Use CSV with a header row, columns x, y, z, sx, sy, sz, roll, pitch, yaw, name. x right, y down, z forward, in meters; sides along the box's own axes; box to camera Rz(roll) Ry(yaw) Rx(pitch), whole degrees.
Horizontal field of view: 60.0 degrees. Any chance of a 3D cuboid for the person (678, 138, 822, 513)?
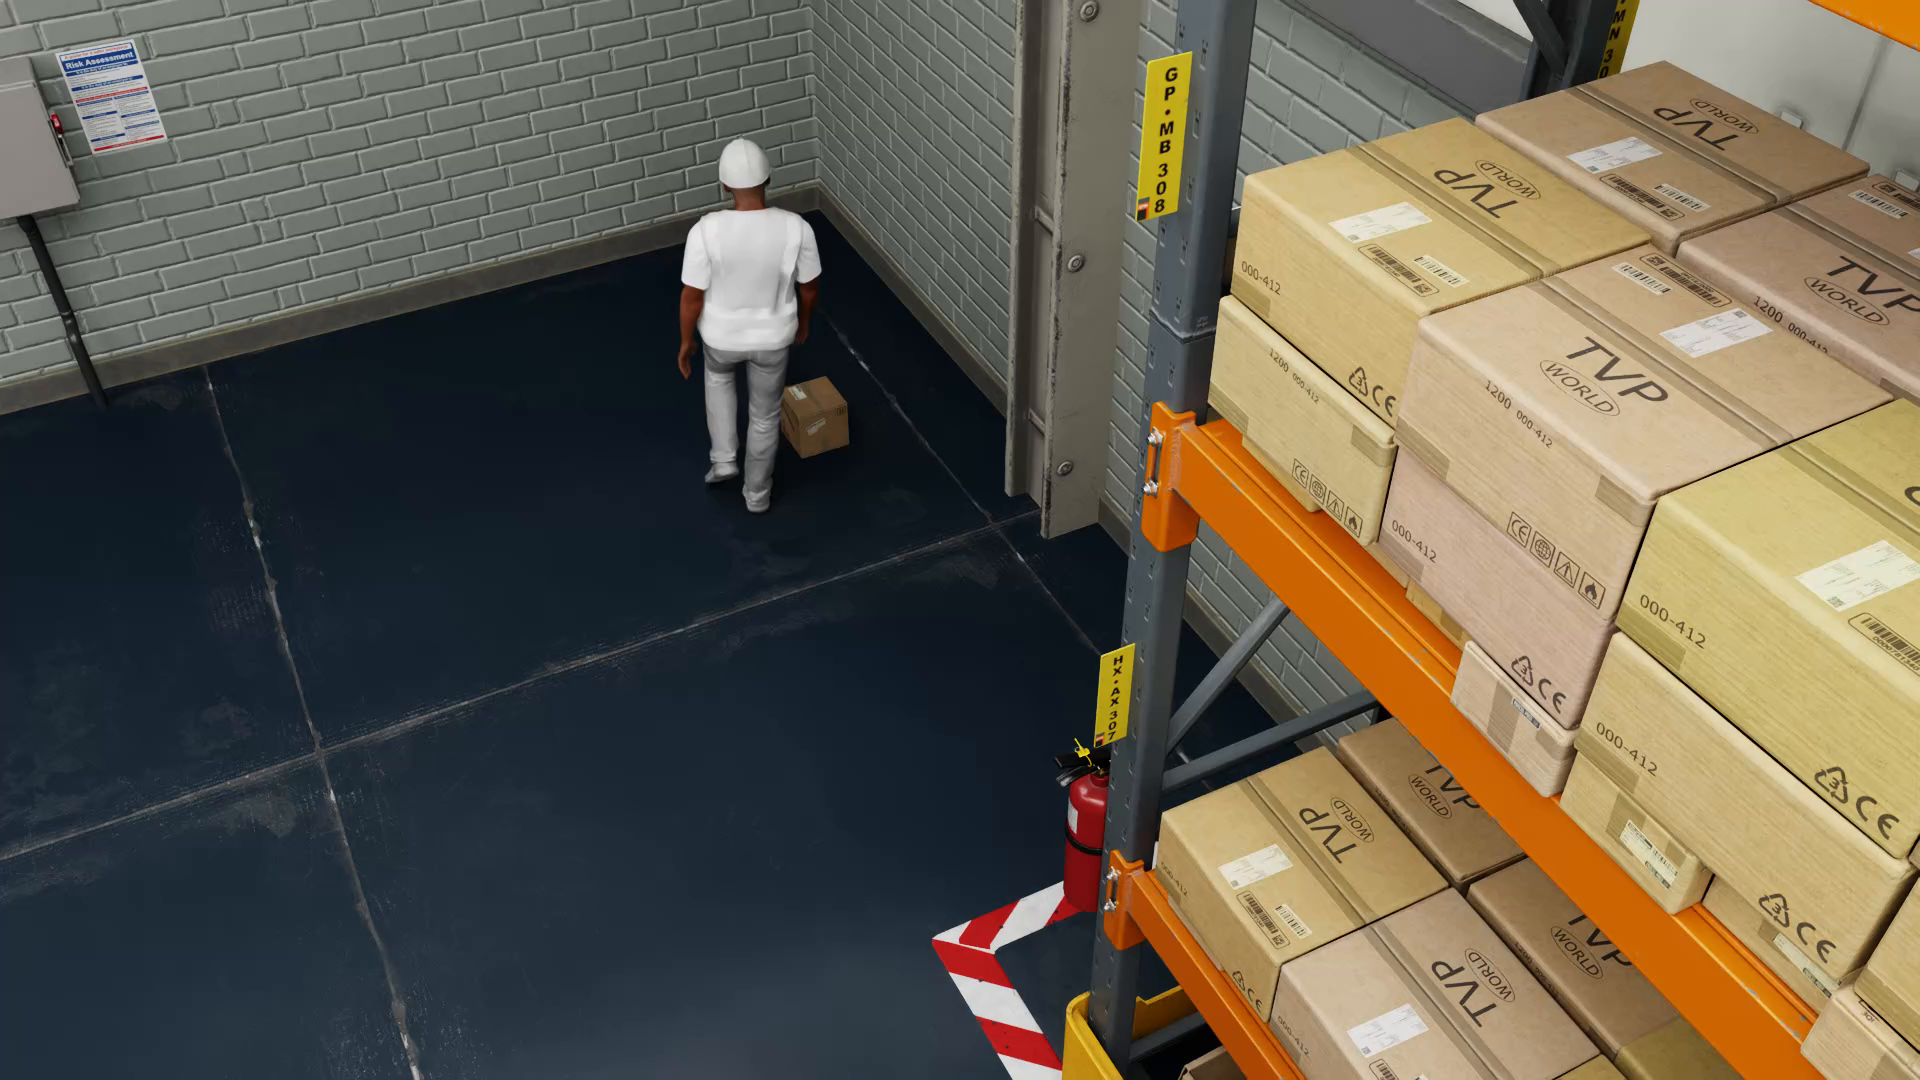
x,y,z,sx,sy,sz,roll,pitch,yaw,name
-0.900,-0.923,7.181,0.634,1.770,0.483,-4,41,-4,person
